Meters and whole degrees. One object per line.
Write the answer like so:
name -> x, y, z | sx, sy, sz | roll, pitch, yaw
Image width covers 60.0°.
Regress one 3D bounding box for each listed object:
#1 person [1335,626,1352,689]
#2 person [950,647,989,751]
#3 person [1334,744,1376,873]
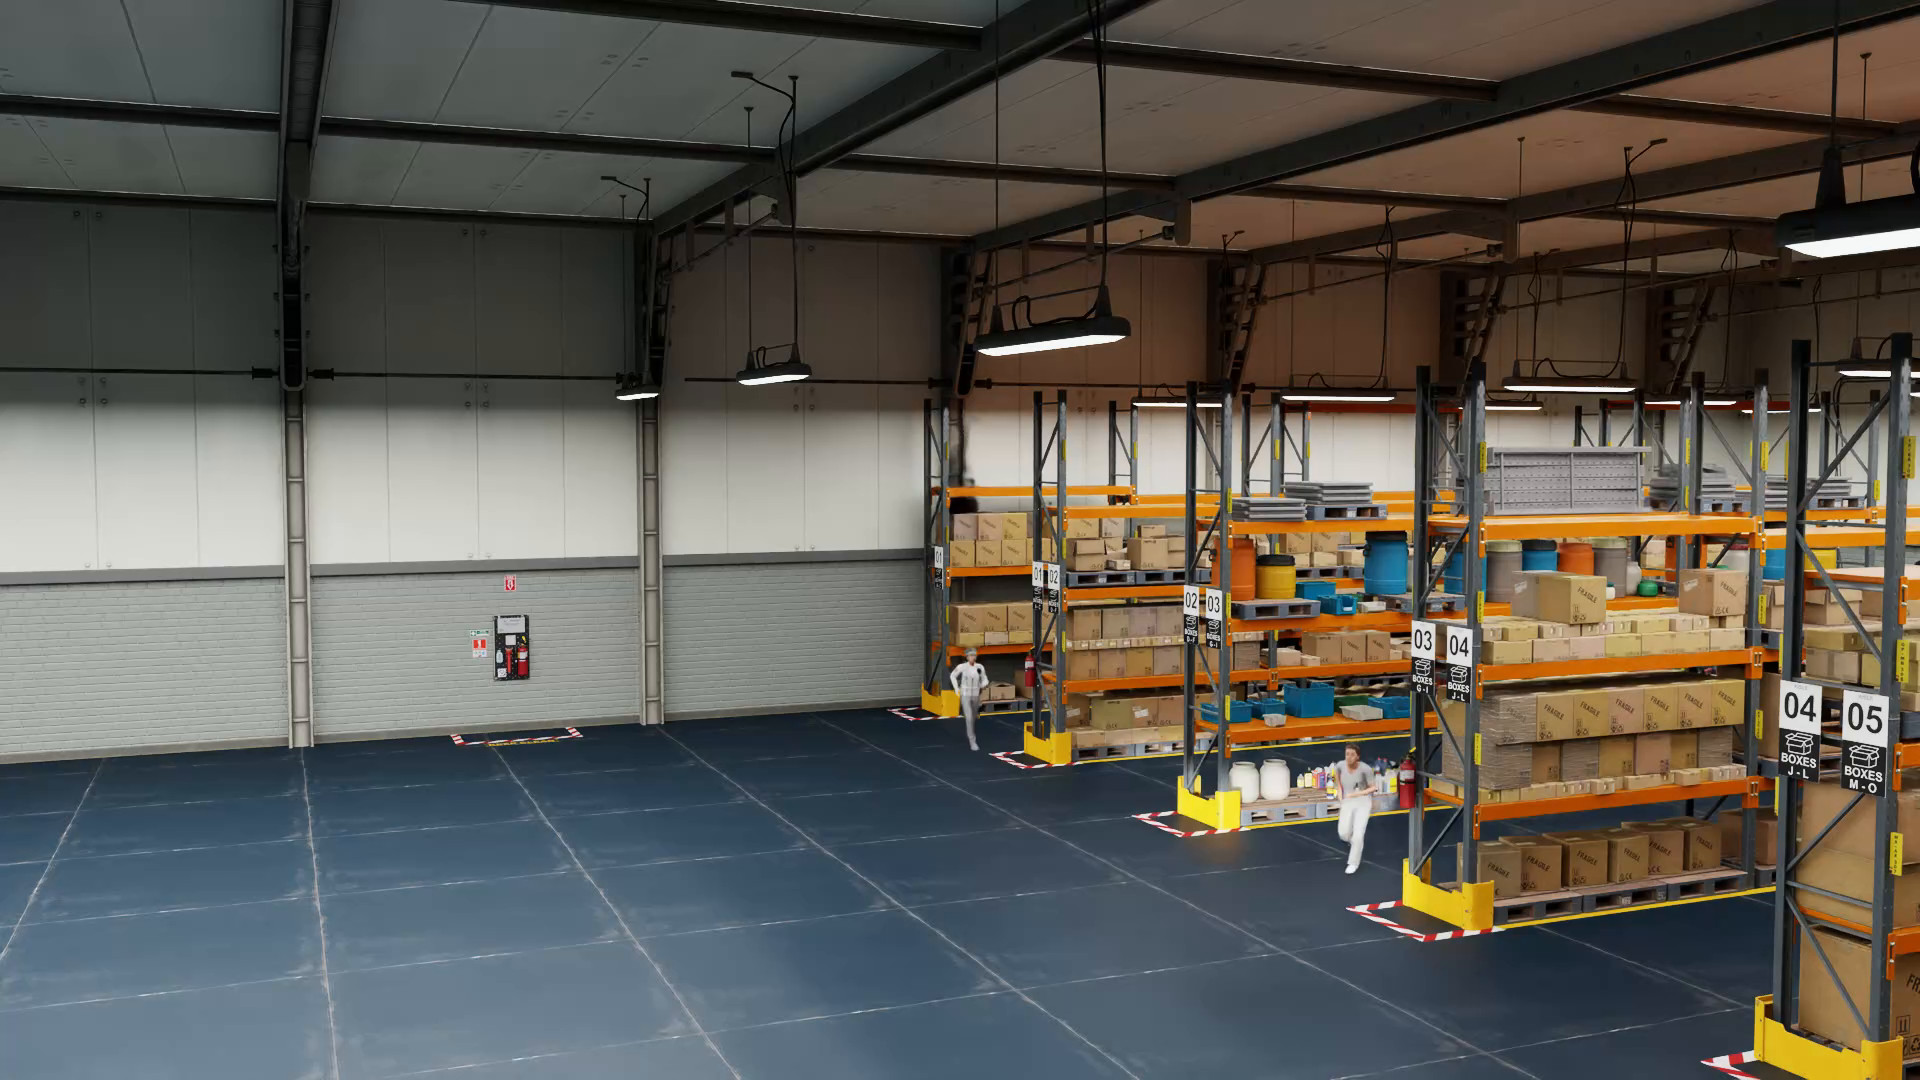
person -> 7.212, 2.425, 31.183 | 0.916, 1.828, 0.697 | -2, 4, -30
person -> 0.167, 2.658, 28.218 | 0.629, 1.699, 0.926 | -1, 3, -15
person -> 4.710, 3.206, 19.907 | 0.553, 1.596, 0.681 | 2, 4, 28
